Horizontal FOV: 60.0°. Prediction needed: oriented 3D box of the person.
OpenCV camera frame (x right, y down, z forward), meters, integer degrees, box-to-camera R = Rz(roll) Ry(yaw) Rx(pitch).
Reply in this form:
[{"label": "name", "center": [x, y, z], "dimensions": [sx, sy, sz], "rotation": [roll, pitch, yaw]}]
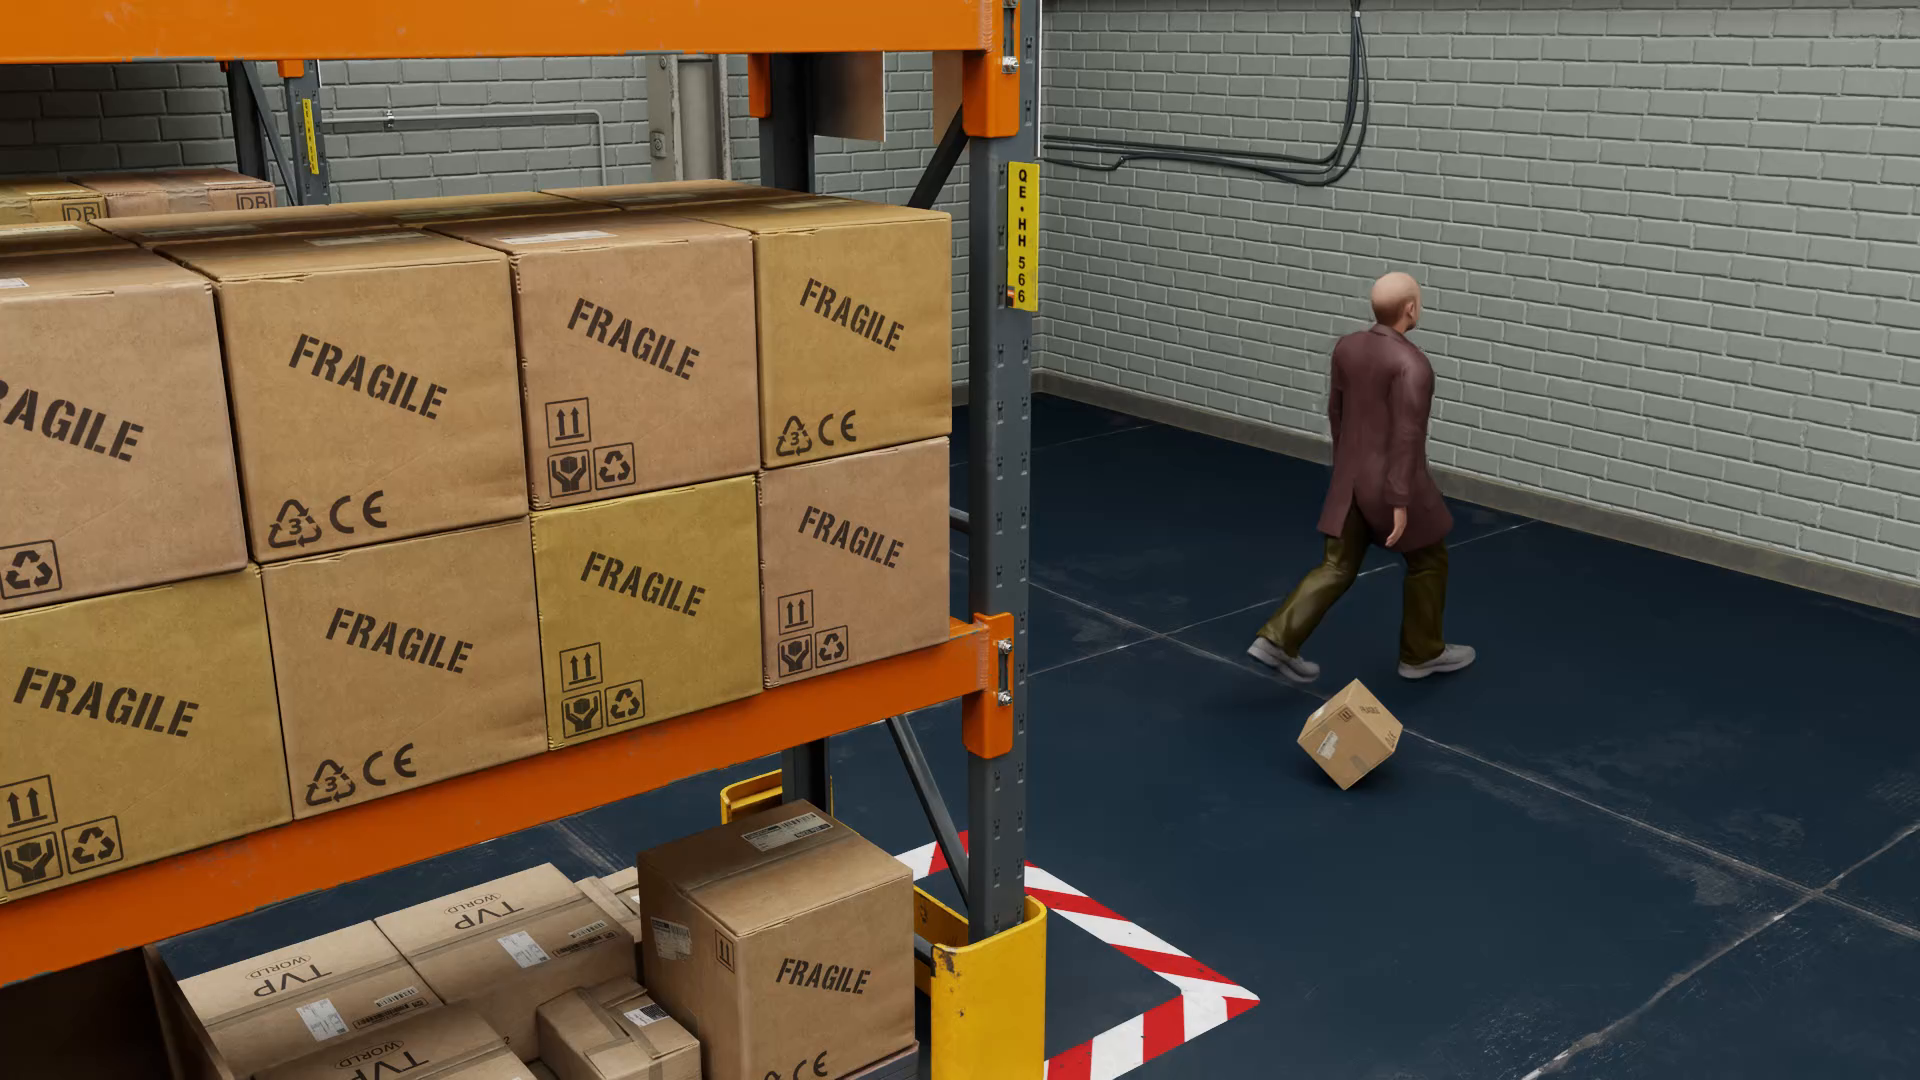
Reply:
[{"label": "person", "center": [1.676, -0.231, 6.833], "dimensions": [1.105, 1.728, 0.586], "rotation": [-10, 20, -30]}]
